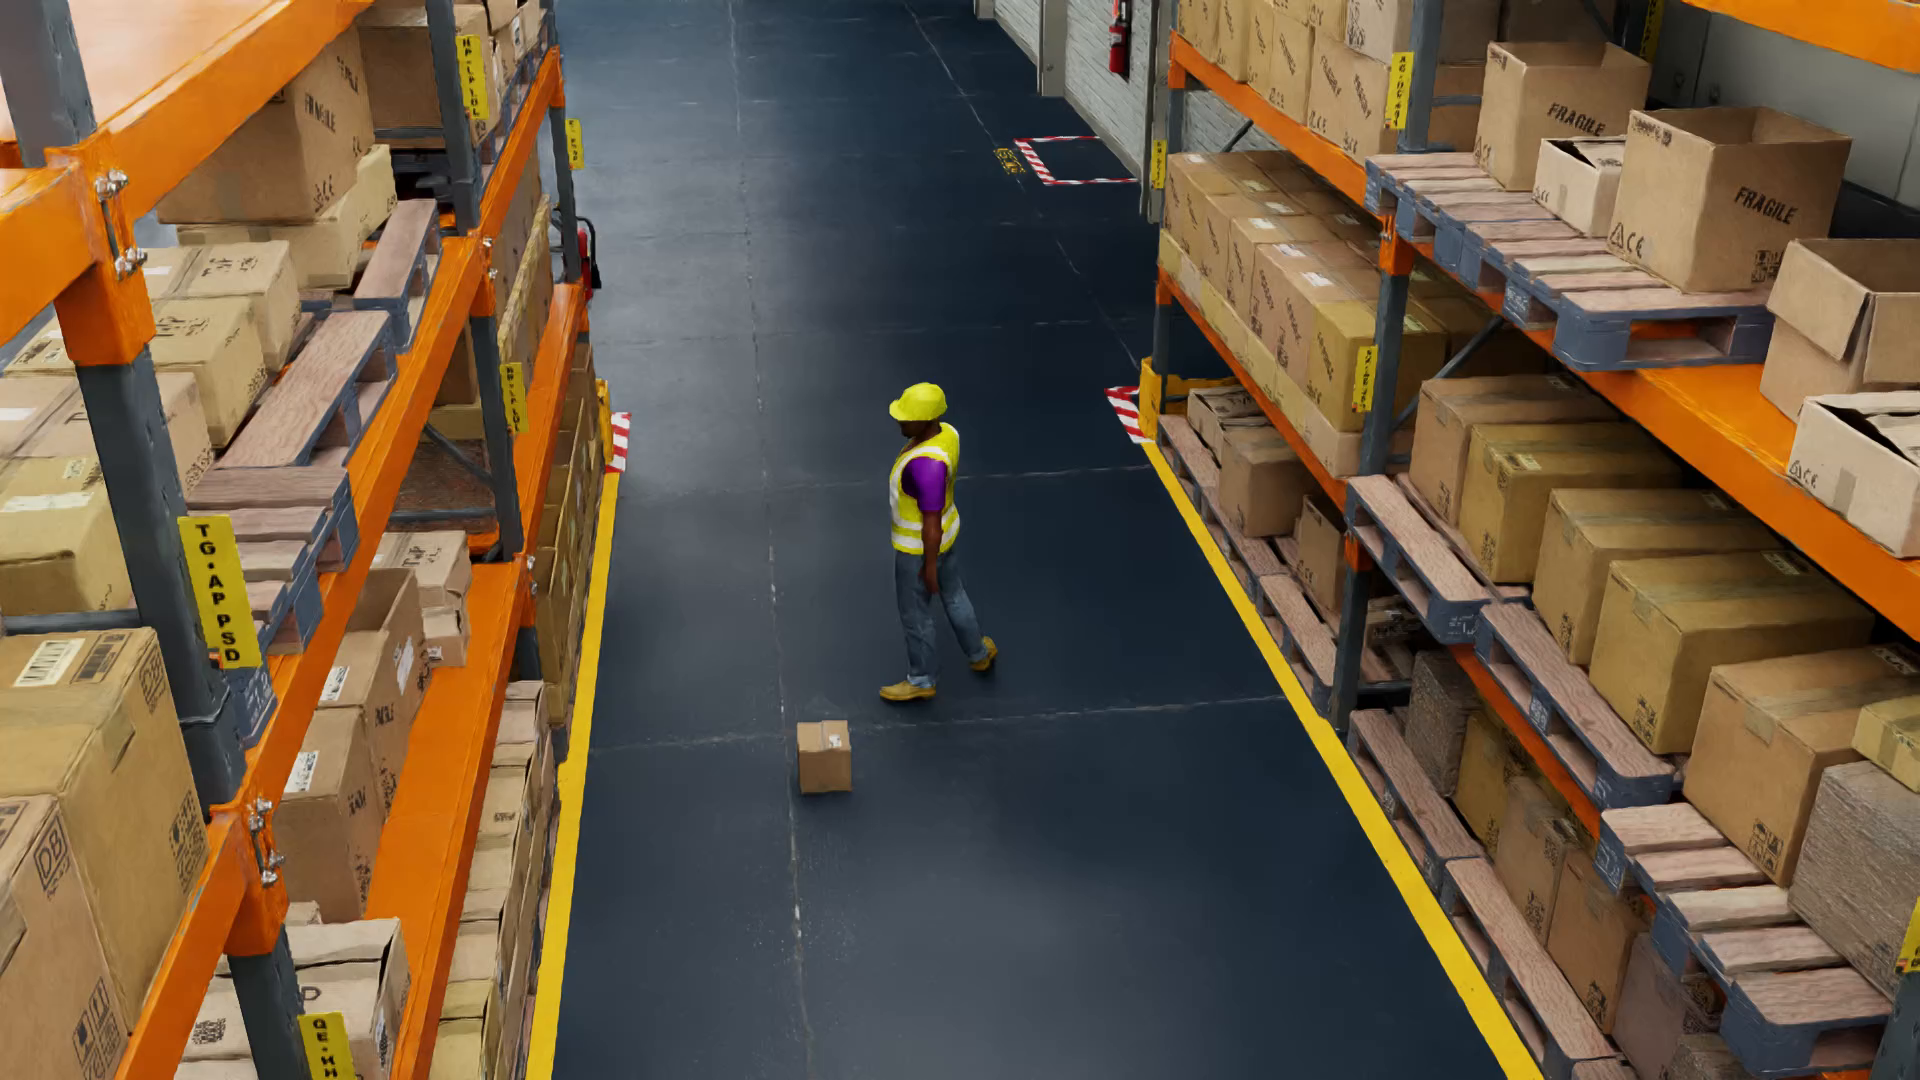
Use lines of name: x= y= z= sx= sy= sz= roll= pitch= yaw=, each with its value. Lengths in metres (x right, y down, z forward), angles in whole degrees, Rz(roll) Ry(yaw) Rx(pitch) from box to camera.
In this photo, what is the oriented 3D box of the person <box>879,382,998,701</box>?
person: x=-0.105 y=-0.035 z=8.665 sx=0.494 sy=1.772 sz=0.724 roll=8 pitch=28 yaw=15
